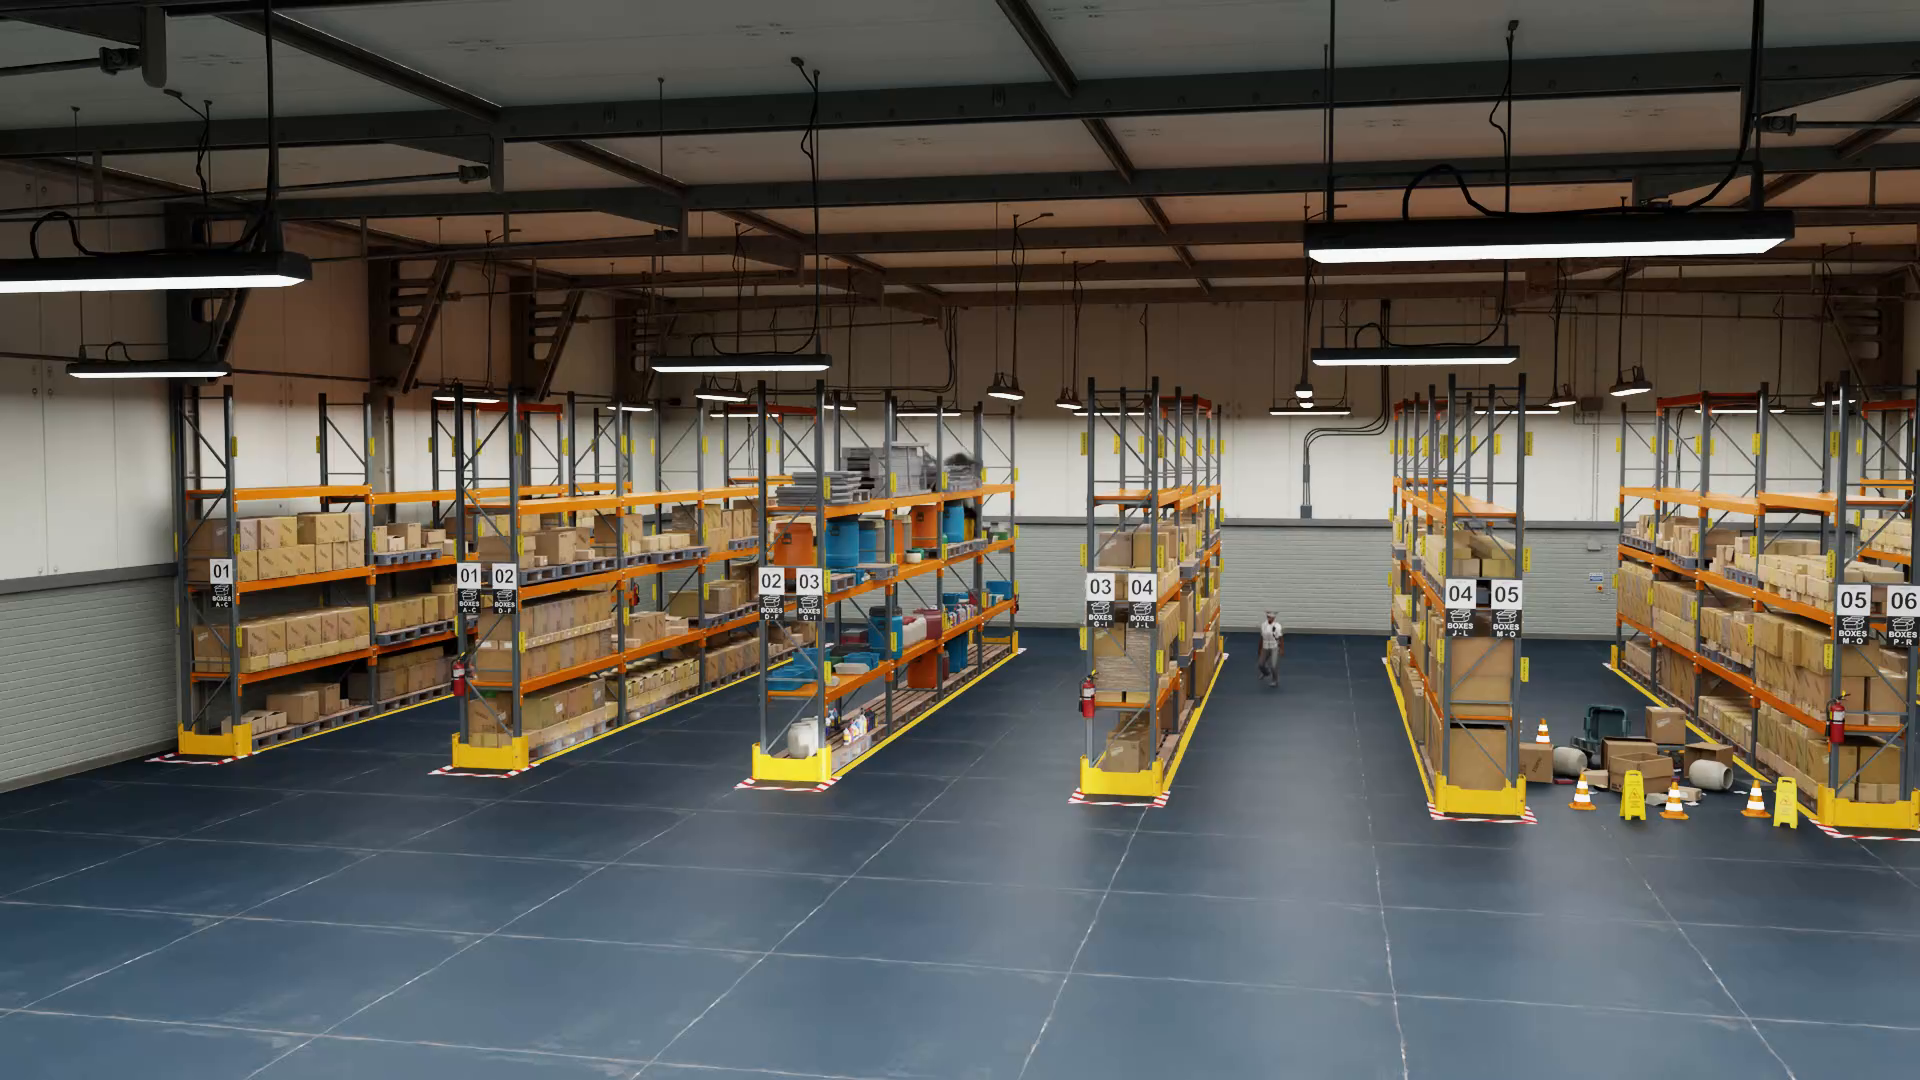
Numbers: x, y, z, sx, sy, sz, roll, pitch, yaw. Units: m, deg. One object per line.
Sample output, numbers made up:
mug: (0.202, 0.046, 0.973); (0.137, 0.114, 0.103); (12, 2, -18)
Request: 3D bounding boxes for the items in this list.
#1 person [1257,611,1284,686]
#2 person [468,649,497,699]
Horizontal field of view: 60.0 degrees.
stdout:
person: (6.529, 2.249, 34.833); (0.701, 1.593, 0.626); (2, 4, 30)
person: (-8.295, 2.508, 29.236); (0.651, 1.734, 0.627); (0, 3, 0)
